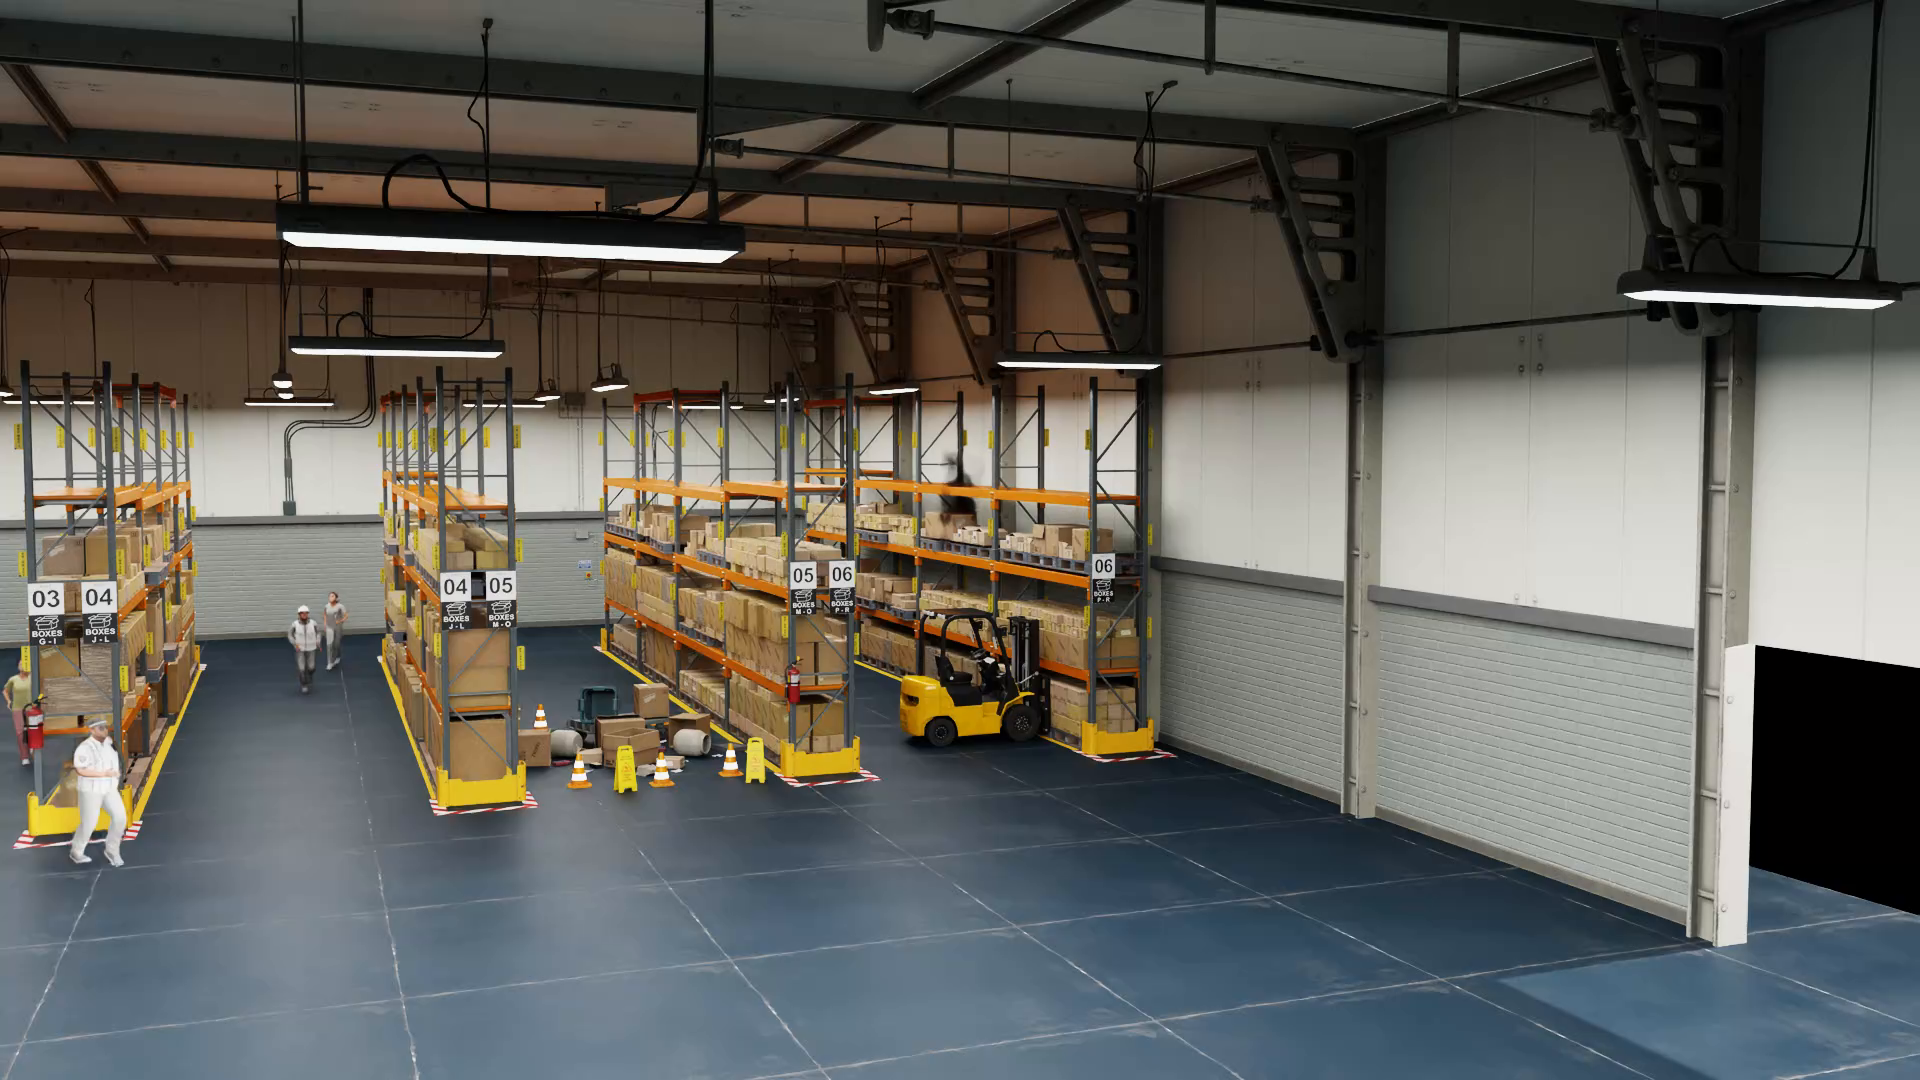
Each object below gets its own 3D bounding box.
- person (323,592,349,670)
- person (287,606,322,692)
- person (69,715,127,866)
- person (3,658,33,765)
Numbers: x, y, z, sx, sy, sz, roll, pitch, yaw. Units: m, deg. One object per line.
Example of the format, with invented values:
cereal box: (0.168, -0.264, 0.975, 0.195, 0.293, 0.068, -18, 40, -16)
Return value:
person: (-13.699, 1.961, 36.500, 0.566, 1.667, 0.864, 0, 3, -7)
person: (-13.021, 2.161, 33.060, 0.646, 1.723, 0.617, -2, 4, -28)
person: (-10.083, 2.970, 19.495, 0.773, 1.869, 0.681, 1, 4, 19)
person: (-14.495, 2.636, 25.767, 0.584, 1.625, 0.724, -2, 4, -27)
